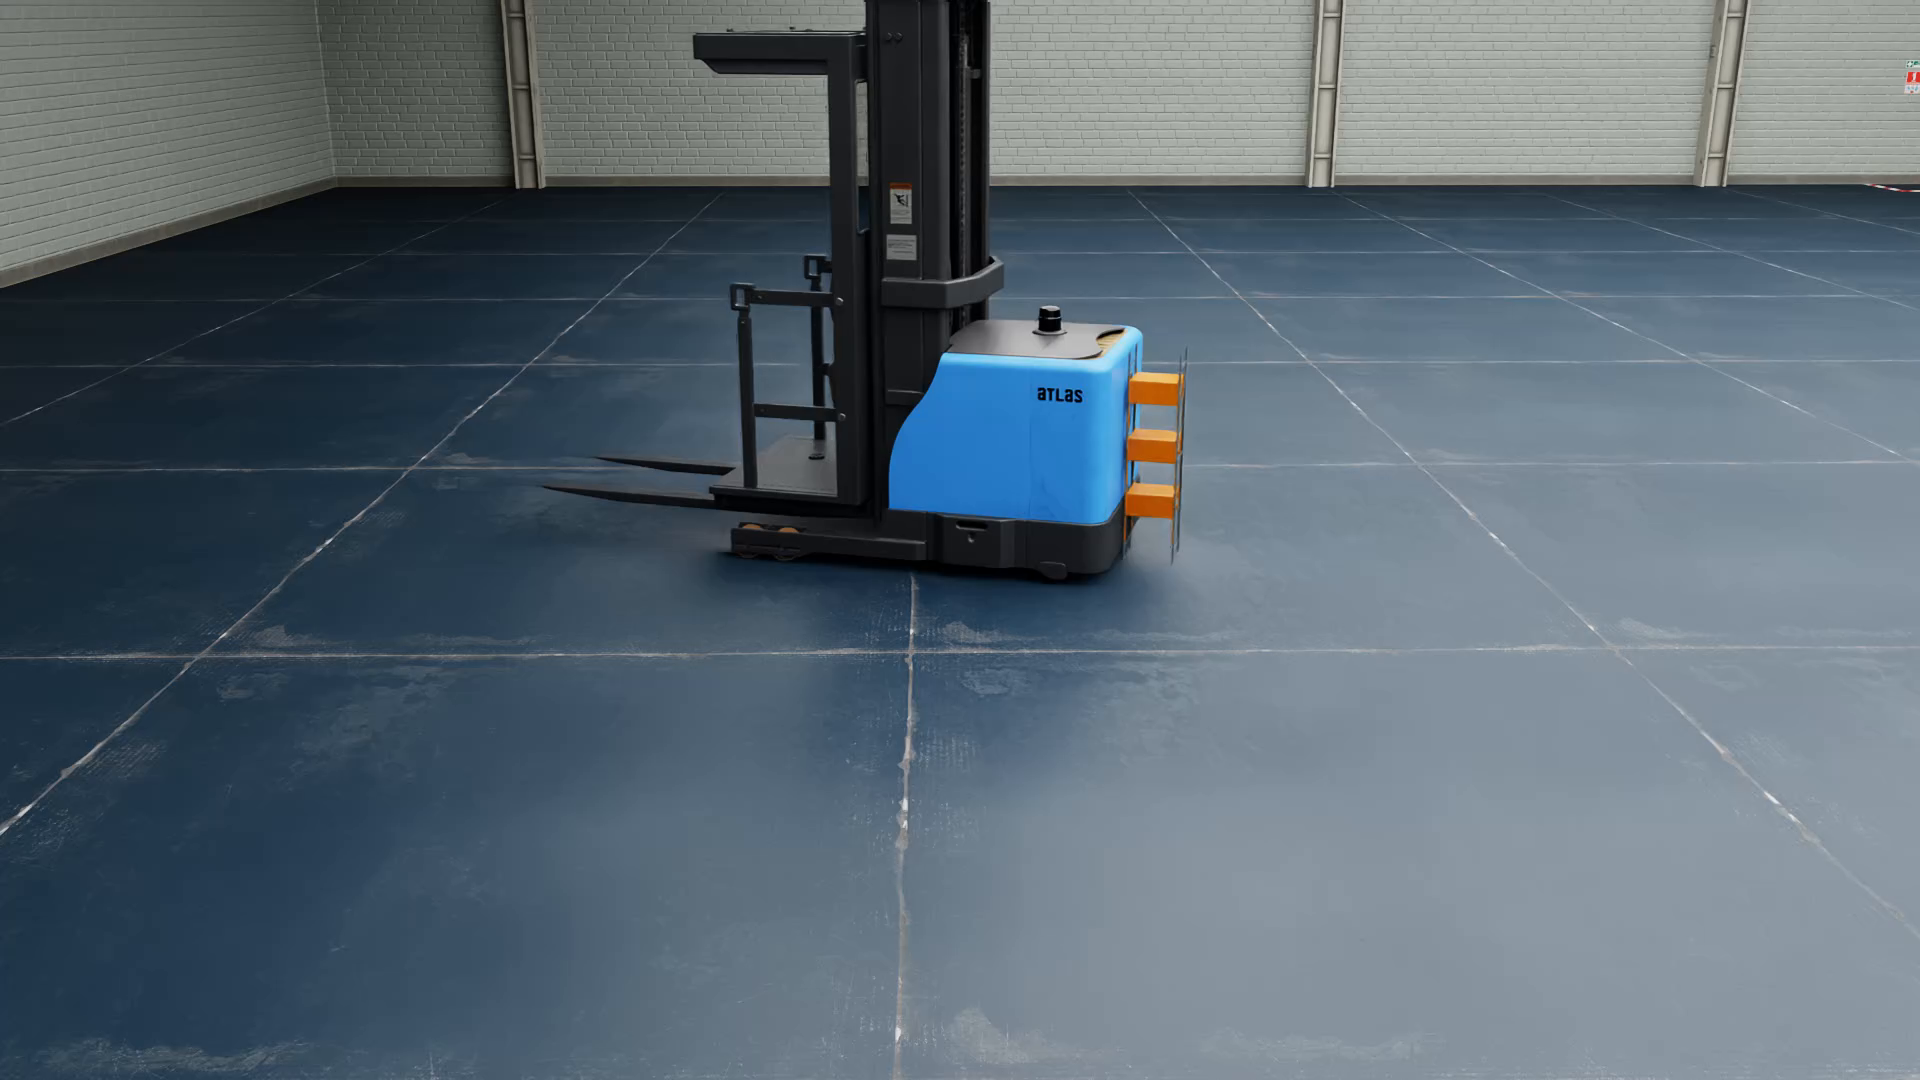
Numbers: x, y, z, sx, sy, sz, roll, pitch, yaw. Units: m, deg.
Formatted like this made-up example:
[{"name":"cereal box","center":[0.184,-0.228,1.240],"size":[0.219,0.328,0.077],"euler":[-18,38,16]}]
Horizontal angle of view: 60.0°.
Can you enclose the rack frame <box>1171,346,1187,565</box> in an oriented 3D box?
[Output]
[{"name":"rack frame","center":[1.067,-0.405,8.092],"size":[0.008,1.050,0.200],"euler":[5,18,15]}]

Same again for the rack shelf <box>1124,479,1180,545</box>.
[{"name":"rack shelf","center":[0.950,-0.141,8.211],"size":[0.240,0.259,0.215],"euler":[5,18,15]}]

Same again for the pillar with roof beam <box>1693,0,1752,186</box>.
[{"name":"pillar with roof beam","center":[11.556,-8.409,20.030],"size":[0.400,9.000,9.100],"euler":[0,18,-1]}]

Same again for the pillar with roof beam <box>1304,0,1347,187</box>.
[{"name":"pillar with roof beam","center":[5.556,-8.380,19.940],"size":[0.400,9.000,9.100],"euler":[0,18,-1]}]

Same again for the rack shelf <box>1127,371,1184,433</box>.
[{"name":"rack shelf","center":[0.950,-0.675,8.040],"size":[0.240,0.259,0.215],"euler":[5,18,15]}]

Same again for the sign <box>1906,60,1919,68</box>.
[{"name":"sign","center":[14.466,-7.192,25.129],"size":[0.331,0.109,0.001],"euler":[0,18,-1]}]

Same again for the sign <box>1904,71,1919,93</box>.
[{"name":"sign","center":[14.461,-6.942,25.219],"size":[0.234,0.329,0.001],"euler":[0,18,-1]}]

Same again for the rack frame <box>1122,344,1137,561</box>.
[{"name":"rack frame","center":[0.832,-0.425,8.154],"size":[0.008,1.050,0.200],"euler":[5,18,15]}]

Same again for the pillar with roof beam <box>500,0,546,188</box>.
[{"name":"pillar with roof beam","center":[-6.442,-8.322,19.759],"size":[0.400,9.000,9.100],"euler":[0,18,-1]}]

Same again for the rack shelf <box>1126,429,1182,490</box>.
[{"name":"rack shelf","center":[0.950,-0.405,8.127],"size":[0.240,0.259,0.215],"euler":[5,18,15]}]

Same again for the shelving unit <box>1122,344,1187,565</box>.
[{"name":"shelving unit","center":[0.950,-0.415,8.123],"size":[0.252,1.050,0.215],"euler":[5,18,15]}]

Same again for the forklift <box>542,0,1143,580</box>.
[{"name":"forklift","center":[-0.641,-1.439,8.234],"size":[3.031,2.935,1.130],"euler":[5,18,15]}]
